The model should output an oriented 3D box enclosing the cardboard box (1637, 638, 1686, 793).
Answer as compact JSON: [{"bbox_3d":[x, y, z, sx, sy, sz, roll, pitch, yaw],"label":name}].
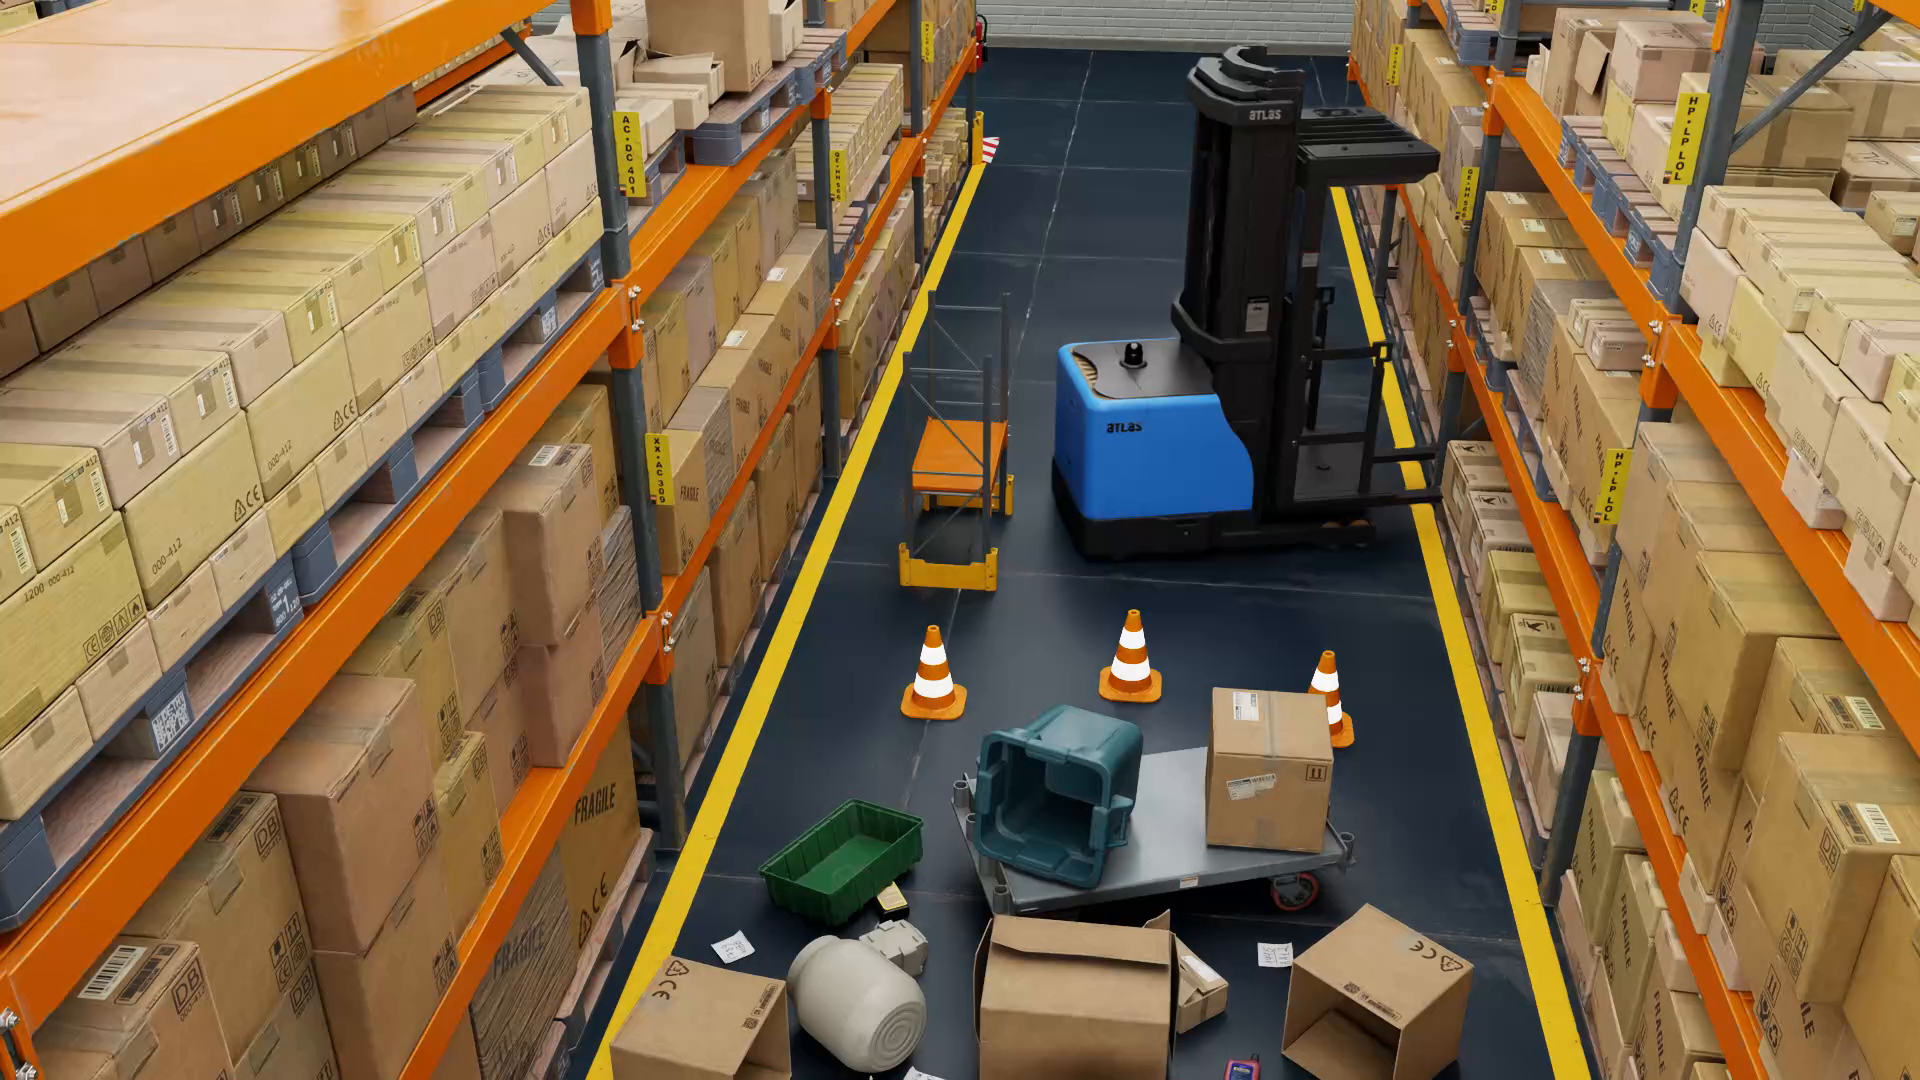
[{"bbox_3d":[2.754,0.586,5.873,0.500,0.500,0.500,3,28,6],"label":"cardboard box"}]

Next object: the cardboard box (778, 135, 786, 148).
[{"bbox_3d":[-1.516,-2.984,12.426,0.380,0.149,0.250,3,28,5],"label":"cardboard box"}]

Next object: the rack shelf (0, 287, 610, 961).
[{"bbox_3d":[-2.047,-0.088,4.857,0.919,0.052,3.809,3,28,6],"label":"rack shelf"}]

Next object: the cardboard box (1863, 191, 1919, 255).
[{"bbox_3d":[3.301,-1.067,5.621,0.380,0.149,0.250,4,29,7],"label":"cardboard box"}]

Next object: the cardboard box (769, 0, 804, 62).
[{"bbox_3d":[-1.142,-2.791,8.944,0.500,0.311,0.500,3,28,6],"label":"cardboard box"}]

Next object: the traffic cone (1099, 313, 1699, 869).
[{"bbox_3d":[2.189,-0.037,7.651,3.046,2.808,1.723,3,28,6],"label":"traffic cone"}]

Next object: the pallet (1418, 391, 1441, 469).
[{"bbox_3d":[3.785,-0.690,11.600,1.003,0.211,1.213,3,28,6],"label":"pallet"}]

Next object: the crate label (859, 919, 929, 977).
[{"bbox_3d":[-0.294,1.760,7.130,0.298,0.136,0.250,-17,33,-29],"label":"crate label"}]

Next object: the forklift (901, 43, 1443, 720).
[{"bbox_3d":[1.636,-1.078,9.453,4.336,2.935,2.622,-4,29,-8],"label":"forklift"}]

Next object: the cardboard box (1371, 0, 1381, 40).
[{"bbox_3d":[4.080,-4.870,15.259,0.500,0.500,0.500,3,29,6],"label":"cardboard box"}]

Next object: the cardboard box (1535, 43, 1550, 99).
[{"bbox_3d":[3.375,-2.553,9.098,0.396,0.266,0.258,3,28,6],"label":"cardboard box"}]

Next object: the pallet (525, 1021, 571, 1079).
[{"bbox_3d":[-2.120,2.249,6.145,1.003,0.211,1.213,3,28,6],"label":"pallet"}]

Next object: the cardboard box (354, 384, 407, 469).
[{"bbox_3d":[-1.747,-0.320,4.528,0.380,0.149,0.250,4,29,7],"label":"cardboard box"}]

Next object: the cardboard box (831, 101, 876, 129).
[{"bbox_3d":[-0.837,-3.196,12.507,0.380,0.149,0.250,2,28,4],"label":"cardboard box"}]

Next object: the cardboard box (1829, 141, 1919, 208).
[{"bbox_3d":[3.593,-1.359,6.454,0.500,0.250,0.500,3,28,5],"label":"cardboard box"}]

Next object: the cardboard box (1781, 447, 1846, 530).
[{"bbox_3d":[2.597,-0.143,4.748,0.380,0.149,0.250,3,28,5],"label":"cardboard box"}]

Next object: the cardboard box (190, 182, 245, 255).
[{"bbox_3d":[-2.338,-0.947,4.850,0.380,0.149,0.250,3,28,6],"label":"cardboard box"}]

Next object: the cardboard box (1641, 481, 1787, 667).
[{"bbox_3d":[2.770,0.151,5.626,0.700,0.500,0.500,4,29,6],"label":"cardboard box"}]

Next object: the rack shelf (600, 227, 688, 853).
[{"bbox_3d":[-8.950,-1.292,9.778,15.905,3.000,4.168,3,28,6],"label":"rack shelf"}]

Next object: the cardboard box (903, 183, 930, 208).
[{"bbox_3d":[-0.481,-3.142,15.146,0.380,0.149,0.250,5,29,9],"label":"cardboard box"}]

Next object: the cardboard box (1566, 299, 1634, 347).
[{"bbox_3d":[3.038,-0.999,7.688,0.380,0.149,0.250,2,28,4],"label":"cardboard box"}]

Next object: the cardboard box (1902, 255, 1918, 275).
[{"bbox_3d":[3.336,-0.829,5.600,0.500,0.250,0.500,3,28,6],"label":"cardboard box"}]

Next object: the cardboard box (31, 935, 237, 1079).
[{"bbox_3d":[-2.208,1.261,3.742,0.875,0.550,0.550,3,28,6],"label":"cardboard box"}]

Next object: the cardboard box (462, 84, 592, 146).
[{"bbox_3d":[-1.530,-1.507,5.890,0.380,0.149,0.250,3,28,6],"label":"cardboard box"}]

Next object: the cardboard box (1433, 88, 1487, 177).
[{"bbox_3d":[3.539,-2.769,11.359,0.500,0.500,0.500,3,28,6],"label":"cardboard box"}]

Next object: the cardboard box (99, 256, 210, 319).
[{"bbox_3d":[-2.323,-0.595,4.617,0.500,0.250,0.500,4,29,7],"label":"cardboard box"}]

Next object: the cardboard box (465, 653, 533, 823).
[{"bbox_3d":[-2.063,0.708,5.907,0.875,0.550,0.550,3,28,6],"label":"cardboard box"}]

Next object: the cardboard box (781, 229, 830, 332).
[{"bbox_3d":[-1.100,-1.607,10.257,0.500,0.500,0.500,3,28,6],"label":"cardboard box"}]

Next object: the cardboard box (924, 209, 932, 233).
[{"bbox_3d":[-0.460,-2.886,14.986,0.380,0.149,0.250,5,29,9],"label":"cardboard box"}]

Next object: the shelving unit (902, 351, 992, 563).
[{"bbox_3d":[-0.014,-0.605,10.084,0.500,1.500,0.985,3,28,6],"label":"shelving unit"}]

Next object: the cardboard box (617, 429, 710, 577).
[{"bbox_3d":[-1.470,-0.184,7.615,0.500,0.500,0.500,4,29,7],"label":"cardboard box"}]

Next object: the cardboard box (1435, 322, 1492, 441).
[{"bbox_3d":[3.781,-1.120,11.256,0.875,0.875,0.875,3,28,6],"label":"cardboard box"}]

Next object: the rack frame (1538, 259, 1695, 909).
[{"bbox_3d":[3.123,0.332,6.763,1.000,3.000,0.127,3,28,6],"label":"rack frame"}]

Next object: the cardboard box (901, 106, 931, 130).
[{"bbox_3d":[-0.462,-3.677,14.470,0.380,0.149,0.250,4,29,8],"label":"cardboard box"}]

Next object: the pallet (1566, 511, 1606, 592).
[{"bbox_3d":[3.361,0.065,7.460,1.003,0.211,1.213,3,28,6],"label":"pallet"}]

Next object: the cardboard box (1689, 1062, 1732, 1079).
[{"bbox_3d":[2.602,2.035,5.267,0.500,0.500,0.500,3,28,5],"label":"cardboard box"}]

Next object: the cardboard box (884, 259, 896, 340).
[{"bbox_3d":[-0.793,-1.912,13.122,0.500,0.500,0.500,3,28,5],"label":"cardboard box"}]

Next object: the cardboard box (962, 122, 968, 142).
[{"bbox_3d":[-0.113,-4.352,17.707,0.380,0.149,0.250,3,28,5],"label":"cardboard box"}]

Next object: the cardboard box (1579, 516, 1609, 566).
[{"bbox_3d":[2.912,0.000,7.202,0.380,0.149,0.250,4,29,7],"label":"cardboard box"}]

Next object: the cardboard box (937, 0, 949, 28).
[{"bbox_3d":[-0.384,-4.967,15.126,0.500,0.500,0.500,4,29,7],"label":"cardboard box"}]

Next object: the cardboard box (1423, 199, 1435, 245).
[{"bbox_3d":[3.542,-2.215,11.649,0.500,0.250,0.500,3,28,6],"label":"cardboard box"}]

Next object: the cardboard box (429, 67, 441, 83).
[{"bbox_3d":[-5.240,-4.511,16.017,0.380,0.149,0.250,3,28,5],"label":"cardboard box"}]

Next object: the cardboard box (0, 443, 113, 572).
[{"bbox_3d":[-1.903,-0.071,3.225,0.380,0.149,0.250,4,29,6],"label":"cardboard box"}]

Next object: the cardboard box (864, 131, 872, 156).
[{"bbox_3d":[-0.868,-2.945,12.355,0.380,0.149,0.250,4,29,8],"label":"cardboard box"}]
